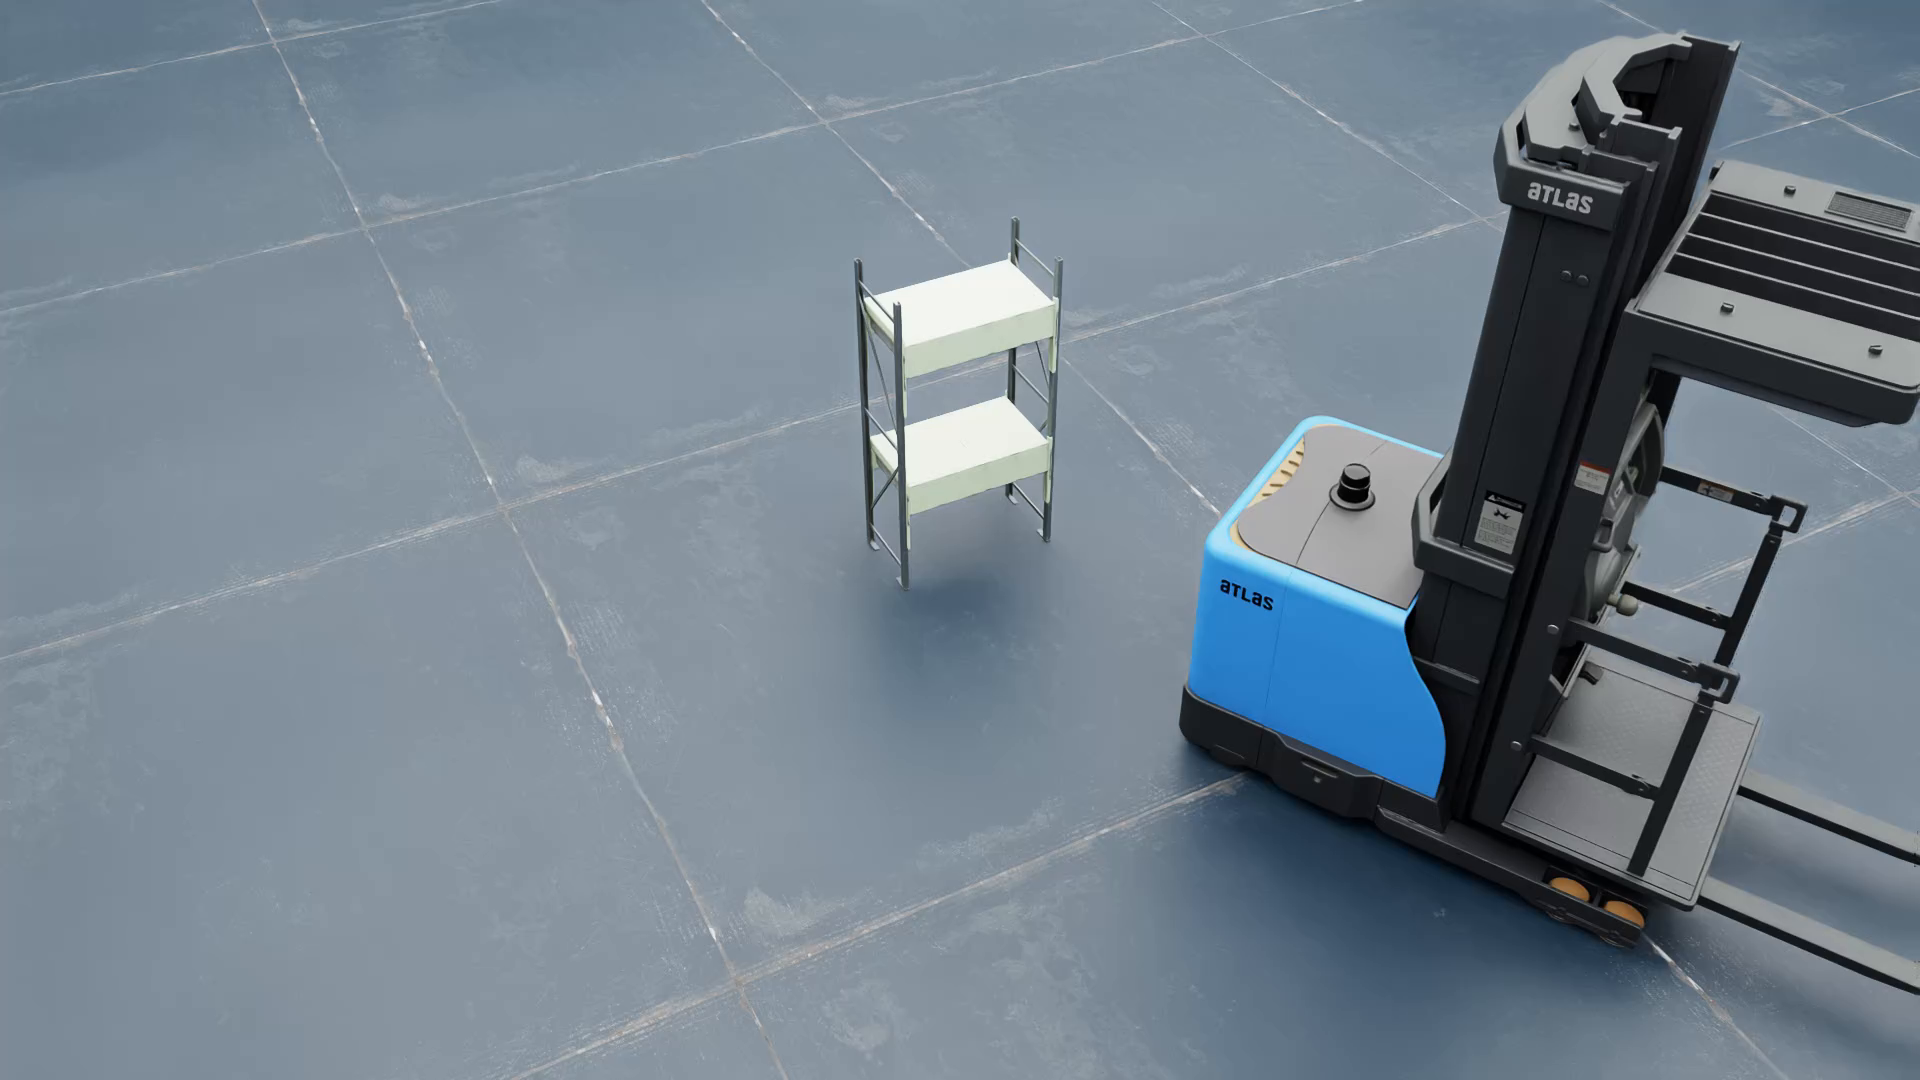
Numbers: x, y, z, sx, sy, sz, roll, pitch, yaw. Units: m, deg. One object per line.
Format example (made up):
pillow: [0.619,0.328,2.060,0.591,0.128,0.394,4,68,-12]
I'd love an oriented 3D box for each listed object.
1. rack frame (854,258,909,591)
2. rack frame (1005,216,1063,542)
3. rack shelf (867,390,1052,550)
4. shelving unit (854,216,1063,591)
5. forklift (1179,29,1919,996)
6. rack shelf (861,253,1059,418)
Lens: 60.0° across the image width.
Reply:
rack frame: [-0.331,-0.461,7.123,0.023,1.500,0.400,-19,44,-21]
rack frame: [0.319,-0.680,7.381,0.023,1.500,0.400,-19,44,-21]
rack shelf: [-0.006,-0.322,7.463,0.720,0.370,0.431,-19,44,-21]
shelving unit: [-0.006,-0.570,7.252,0.755,1.500,0.431,-19,44,-21]
forklift: [2.406,-0.047,5.526,3.031,2.935,1.130,22,45,24]
rack shelf: [-0.006,-0.868,7.000,0.720,0.370,0.431,-19,44,-21]
